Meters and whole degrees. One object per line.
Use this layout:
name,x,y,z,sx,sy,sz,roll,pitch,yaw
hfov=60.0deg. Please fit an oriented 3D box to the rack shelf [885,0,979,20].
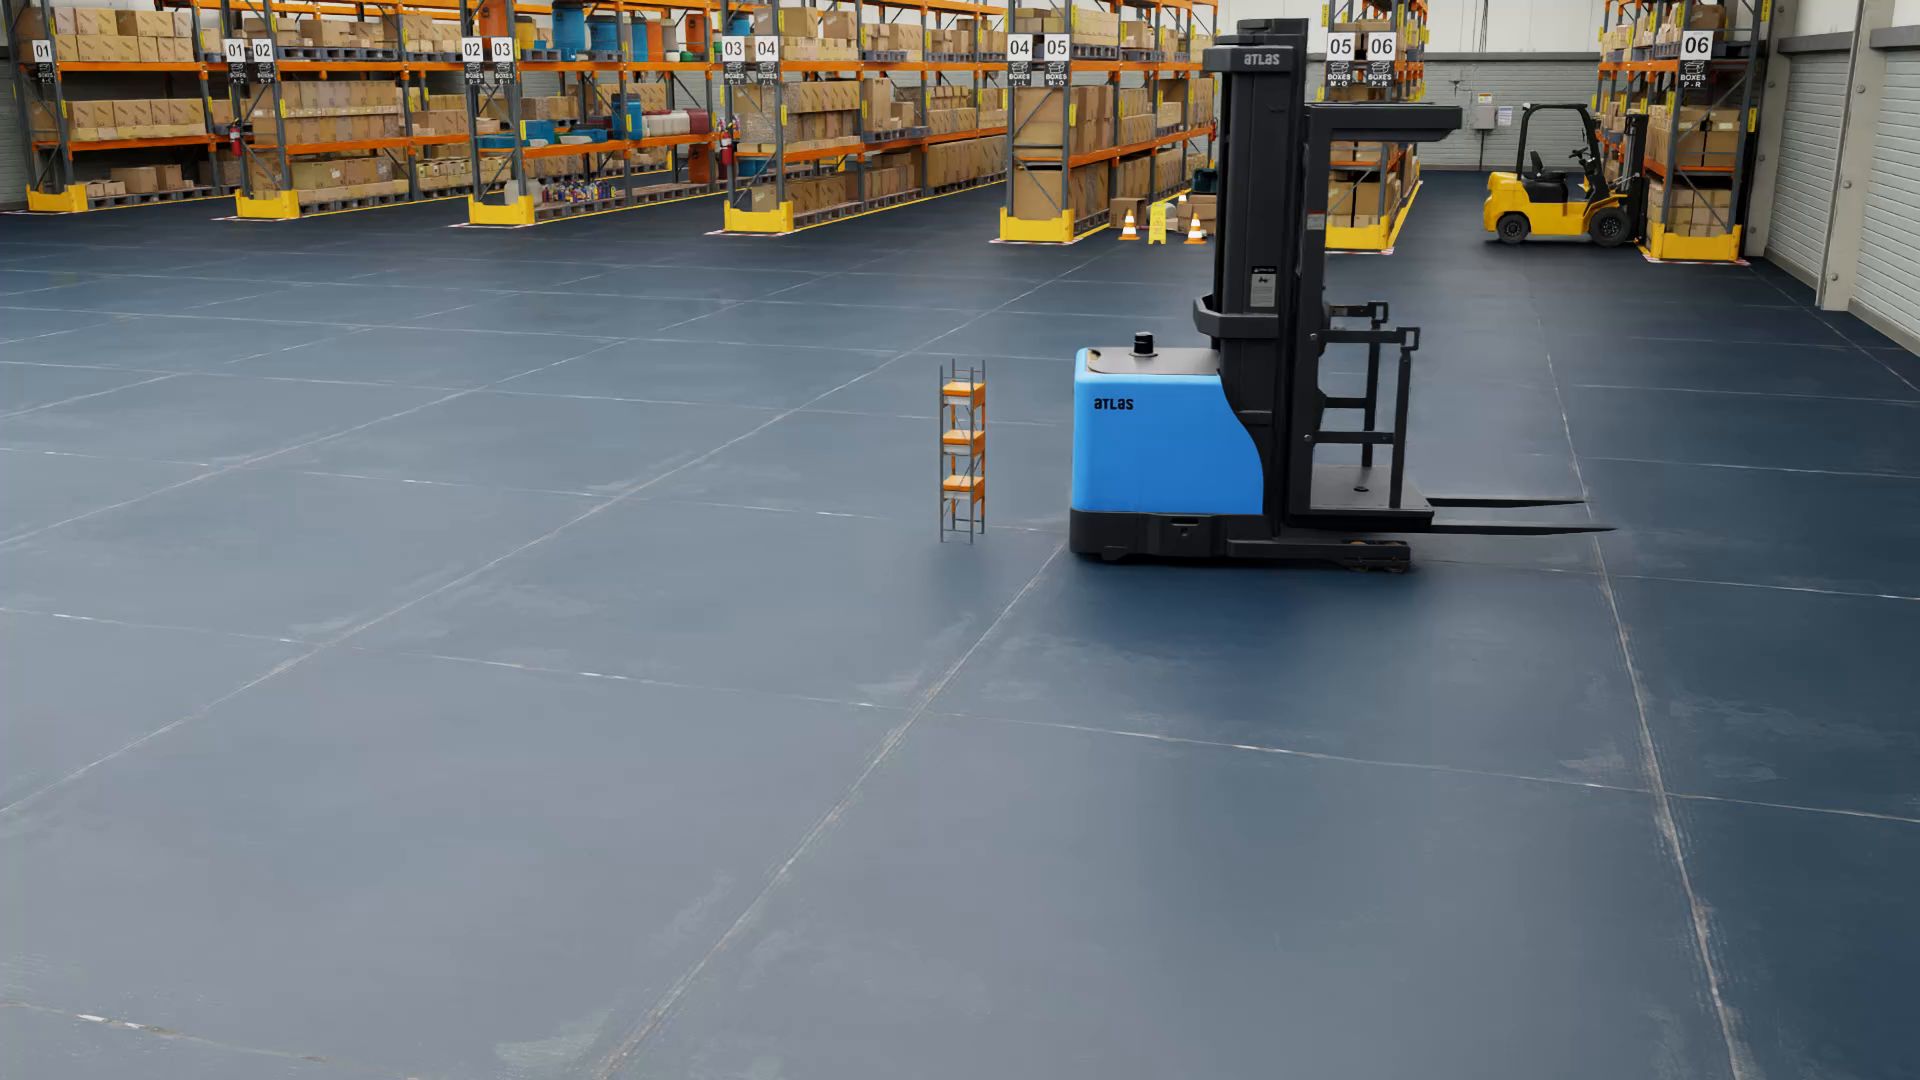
rack shelf,-0.632,-11.711,36.677,1.077,0.370,4.000,5,16,16

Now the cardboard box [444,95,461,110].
cardboard box,-13.928,-11.514,44.377,0.980,0.700,0.700,4,16,14

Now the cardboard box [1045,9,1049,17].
cardboard box,1.241,-8.606,27.224,0.380,0.149,0.250,5,17,17

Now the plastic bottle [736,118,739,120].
plastic bottle,-5.122,-9.615,38.459,0.152,0.276,0.135,5,16,16

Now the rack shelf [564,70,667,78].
rack shelf,-8.992,-12.276,43.433,1.077,0.370,4.000,5,16,16

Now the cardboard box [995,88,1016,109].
cardboard box,1.187,-11.217,42.234,0.500,0.500,0.500,5,17,17

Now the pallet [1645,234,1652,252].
pallet,10.965,-4.456,25.154,1.003,0.211,1.213,5,16,16

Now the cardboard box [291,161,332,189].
cardboard box,-12.464,-7.010,31.942,0.500,0.500,0.500,5,16,16

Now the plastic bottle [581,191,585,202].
plastic bottle,-7.254,-6.588,31.882,0.097,0.201,0.097,0,16,0

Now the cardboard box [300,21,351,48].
cardboard box,-12.423,-9.904,32.536,0.797,0.503,0.637,7,17,22

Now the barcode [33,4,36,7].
barcode,-17.998,-10.385,32.332,0.001,0.075,0.075,5,16,16

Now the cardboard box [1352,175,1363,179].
cardboard box,6.448,-5.855,27.870,0.500,0.500,0.500,6,17,19

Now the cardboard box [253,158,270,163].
cardboard box,-16.108,-8.418,37.786,0.700,0.500,0.500,5,17,17

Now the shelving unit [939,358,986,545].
shelving unit,0.015,-0.519,9.735,0.215,1.050,0.252,5,16,16

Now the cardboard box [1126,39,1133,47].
cardboard box,3.038,-9.301,31.135,0.380,0.149,0.250,5,16,16

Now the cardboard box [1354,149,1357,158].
cardboard box,6.240,-6.238,26.786,0.380,0.149,0.250,5,17,17

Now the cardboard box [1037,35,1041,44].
cardboard box,1.095,-8.087,26.856,0.380,0.149,0.250,5,17,16

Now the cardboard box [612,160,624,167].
cardboard box,-8.997,-9.824,43.355,0.380,0.166,0.250,5,16,16

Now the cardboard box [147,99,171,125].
cardboard box,-16.712,-8.834,34.343,0.500,0.500,0.500,4,16,14

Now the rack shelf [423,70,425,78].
rack shelf,-13.742,-12.659,44.784,1.077,0.370,4.000,5,16,16

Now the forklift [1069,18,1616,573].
forklift,2.161,-1.381,9.326,3.031,2.935,1.130,1,16,4

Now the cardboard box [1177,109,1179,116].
cardboard box,4.666,-9.511,37.011,0.380,0.149,0.250,5,17,16

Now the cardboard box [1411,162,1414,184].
cardboard box,9.719,-8.243,37.321,0.875,0.438,0.875,4,16,15

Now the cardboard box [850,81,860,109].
cardboard box,-2.201,-8.327,31.128,0.500,0.500,0.500,5,16,16

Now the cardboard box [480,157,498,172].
cardboard box,-10.751,-8.465,37.420,0.500,0.311,0.500,4,16,15

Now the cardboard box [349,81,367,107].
cardboard box,-12.239,-8.855,32.991,0.700,0.500,0.500,5,16,16

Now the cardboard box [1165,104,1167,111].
cardboard box,4.216,-9.246,35.531,0.380,0.149,0.250,5,17,18

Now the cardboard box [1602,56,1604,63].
cardboard box,14.713,-10.844,37.526,0.380,0.149,0.250,5,17,17

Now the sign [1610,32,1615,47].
sign,13.676,-10.466,34.786,0.100,0.325,0.005,5,16,16

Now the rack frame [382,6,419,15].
rack frame,-14.311,-13.925,42.432,1.000,3.000,0.127,5,16,16

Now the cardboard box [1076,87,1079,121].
cardboard box,1.464,-7.173,27.366,0.875,0.550,0.550,5,16,16

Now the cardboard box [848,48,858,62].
cardboard box,-2.216,-9.025,30.928,0.500,0.250,0.500,5,17,18

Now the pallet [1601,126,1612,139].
pallet,13.866,-8.441,34.444,1.003,0.211,1.213,5,16,16

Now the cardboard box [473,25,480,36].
cardboard box,-13.273,-13.724,45.170,0.500,0.500,0.500,5,17,18

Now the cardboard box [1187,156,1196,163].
cardboard box,5.429,-9.073,39.685,0.380,0.149,0.250,5,17,16

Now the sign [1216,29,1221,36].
sign,6.327,-12.343,40.728,0.100,0.325,0.005,5,16,16

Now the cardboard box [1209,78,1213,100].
cardboard box,5.909,-11.055,40.747,0.500,0.500,0.500,4,16,15

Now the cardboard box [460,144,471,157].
cardboard box,-13.706,-10.491,45.131,0.700,0.500,0.500,5,17,17

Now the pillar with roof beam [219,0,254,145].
pillar with roof beam,-12.519,-12.272,36.603,9.100,9.000,0.400,5,16,16

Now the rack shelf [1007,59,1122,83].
rack shelf,1.822,-7.956,28.204,1.077,0.370,4.000,5,16,16

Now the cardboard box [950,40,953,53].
cardboard box,-0.461,-11.209,37.746,0.500,0.311,0.500,4,16,14

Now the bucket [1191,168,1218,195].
bucket,4.562,-6.324,29.843,0.726,0.611,0.620,11,9,35

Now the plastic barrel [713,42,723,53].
plastic barrel,-5.427,-11.054,37.322,0.294,0.245,0.294,0,16,0

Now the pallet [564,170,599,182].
pallet,-9.755,-9.098,41.520,1.003,0.211,1.213,5,16,16

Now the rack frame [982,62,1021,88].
rack frame,1.073,-10.933,42.877,1.000,3.000,0.127,5,16,16

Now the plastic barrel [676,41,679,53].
plastic barrel,-6.331,-10.663,36.225,0.421,0.512,0.421,0,16,0

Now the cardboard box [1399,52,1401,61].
cardboard box,7.061,-7.973,27.405,0.380,0.149,0.250,5,17,17

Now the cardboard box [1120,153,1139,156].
cardboard box,3.470,-7.988,34.933,0.500,0.250,0.500,4,16,15

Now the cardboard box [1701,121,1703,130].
cardboard box,11.221,-6.159,24.673,0.380,0.149,0.250,4,16,15

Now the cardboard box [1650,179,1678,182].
cardboard box,11.201,-5.635,26.636,0.500,0.250,0.500,5,17,18

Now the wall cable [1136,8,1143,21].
wall cable,5.985,-16.579,45.893,2.277,5.999,0.120,5,16,16

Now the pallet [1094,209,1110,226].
pallet,2.099,-5.848,30.060,1.003,0.211,1.213,5,16,16

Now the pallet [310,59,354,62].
pallet,-15.315,-11.517,39.786,1.213,0.211,1.003,5,17,18

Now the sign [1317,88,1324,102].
sign,5.501,-6.736,25.379,0.100,0.325,0.005,5,16,16

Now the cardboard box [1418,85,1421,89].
cardboard box,10.402,-10.281,38.563,0.500,0.500,0.500,5,16,16

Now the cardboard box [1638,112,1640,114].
cardboard box,11.932,-7.316,28.753,0.380,0.149,0.250,4,16,14
